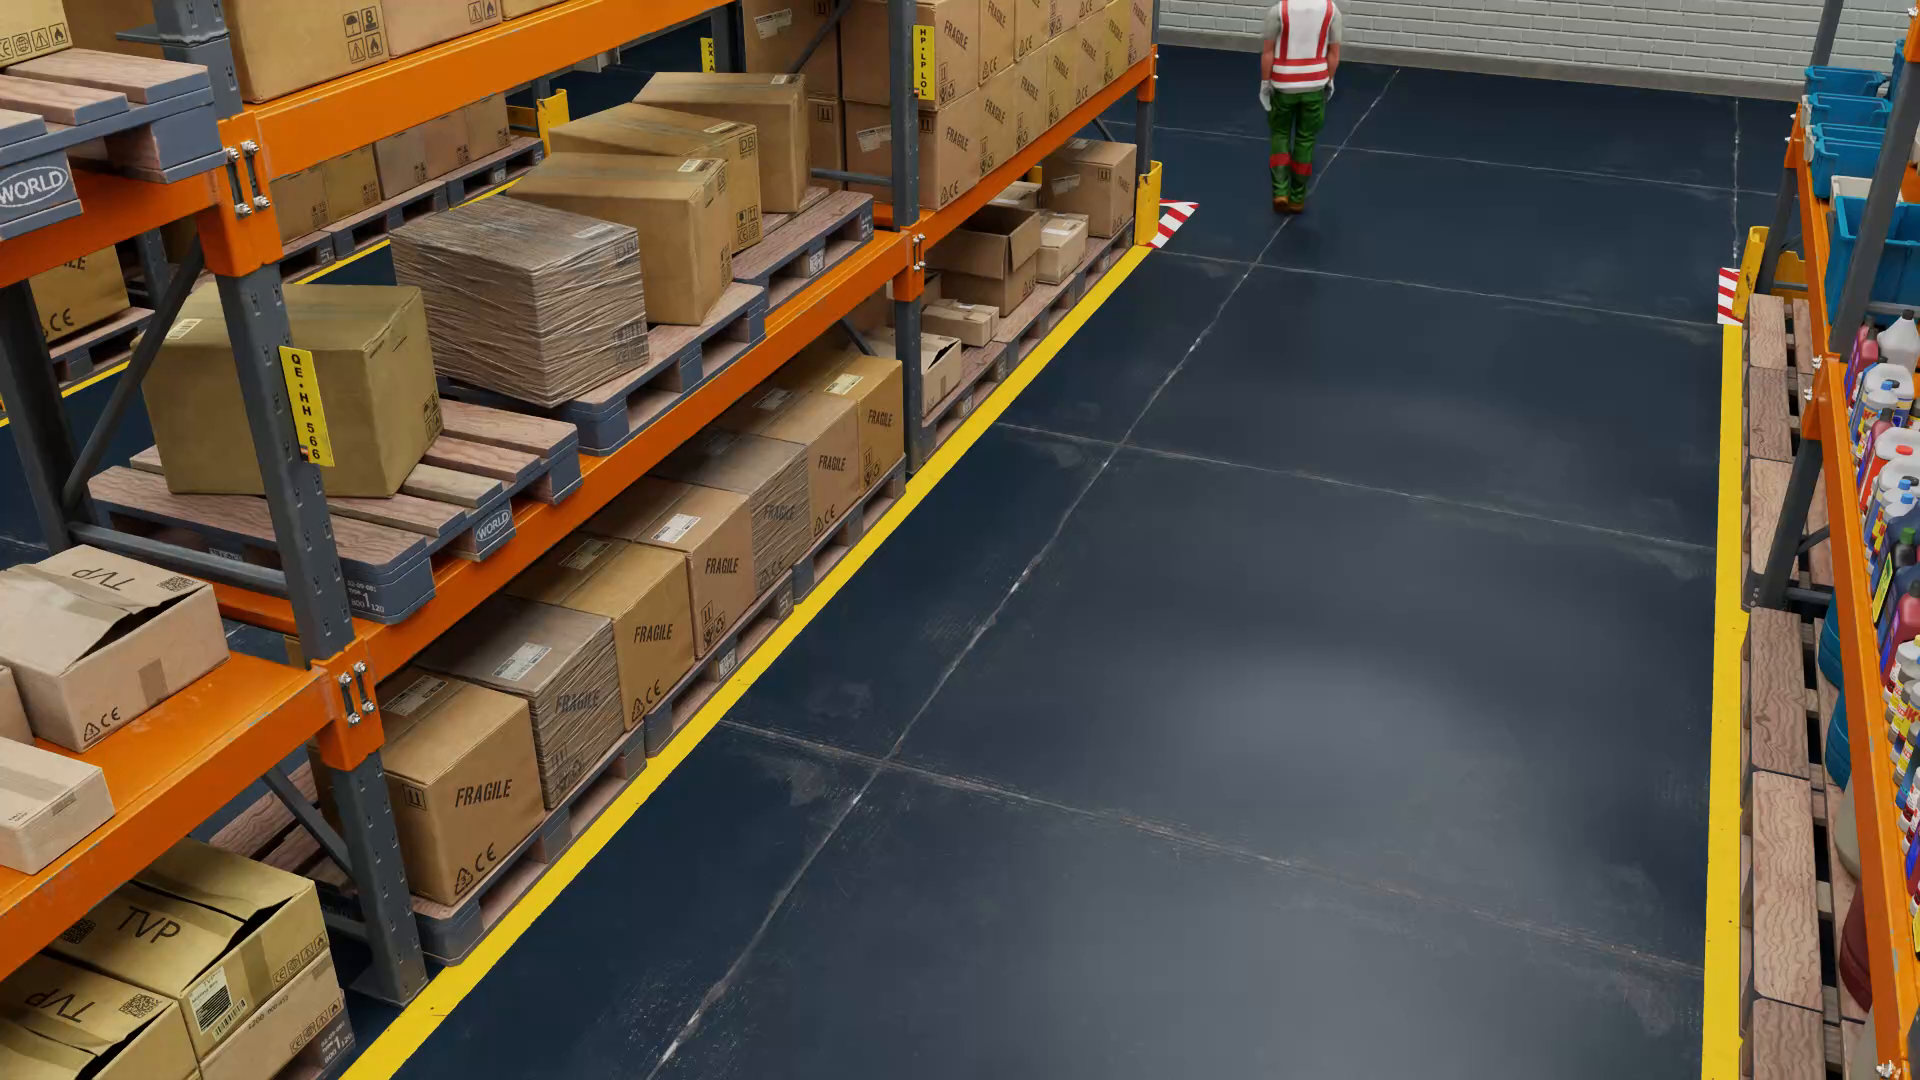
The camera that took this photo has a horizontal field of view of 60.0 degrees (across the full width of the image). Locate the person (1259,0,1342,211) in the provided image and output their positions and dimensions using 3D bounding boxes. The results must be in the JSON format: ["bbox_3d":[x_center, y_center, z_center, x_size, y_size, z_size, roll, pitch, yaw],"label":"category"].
[{"bbox_3d":[2.383,-3.192,11.787,0.550,1.853,0.417,3,30,6],"label":"person"}]
